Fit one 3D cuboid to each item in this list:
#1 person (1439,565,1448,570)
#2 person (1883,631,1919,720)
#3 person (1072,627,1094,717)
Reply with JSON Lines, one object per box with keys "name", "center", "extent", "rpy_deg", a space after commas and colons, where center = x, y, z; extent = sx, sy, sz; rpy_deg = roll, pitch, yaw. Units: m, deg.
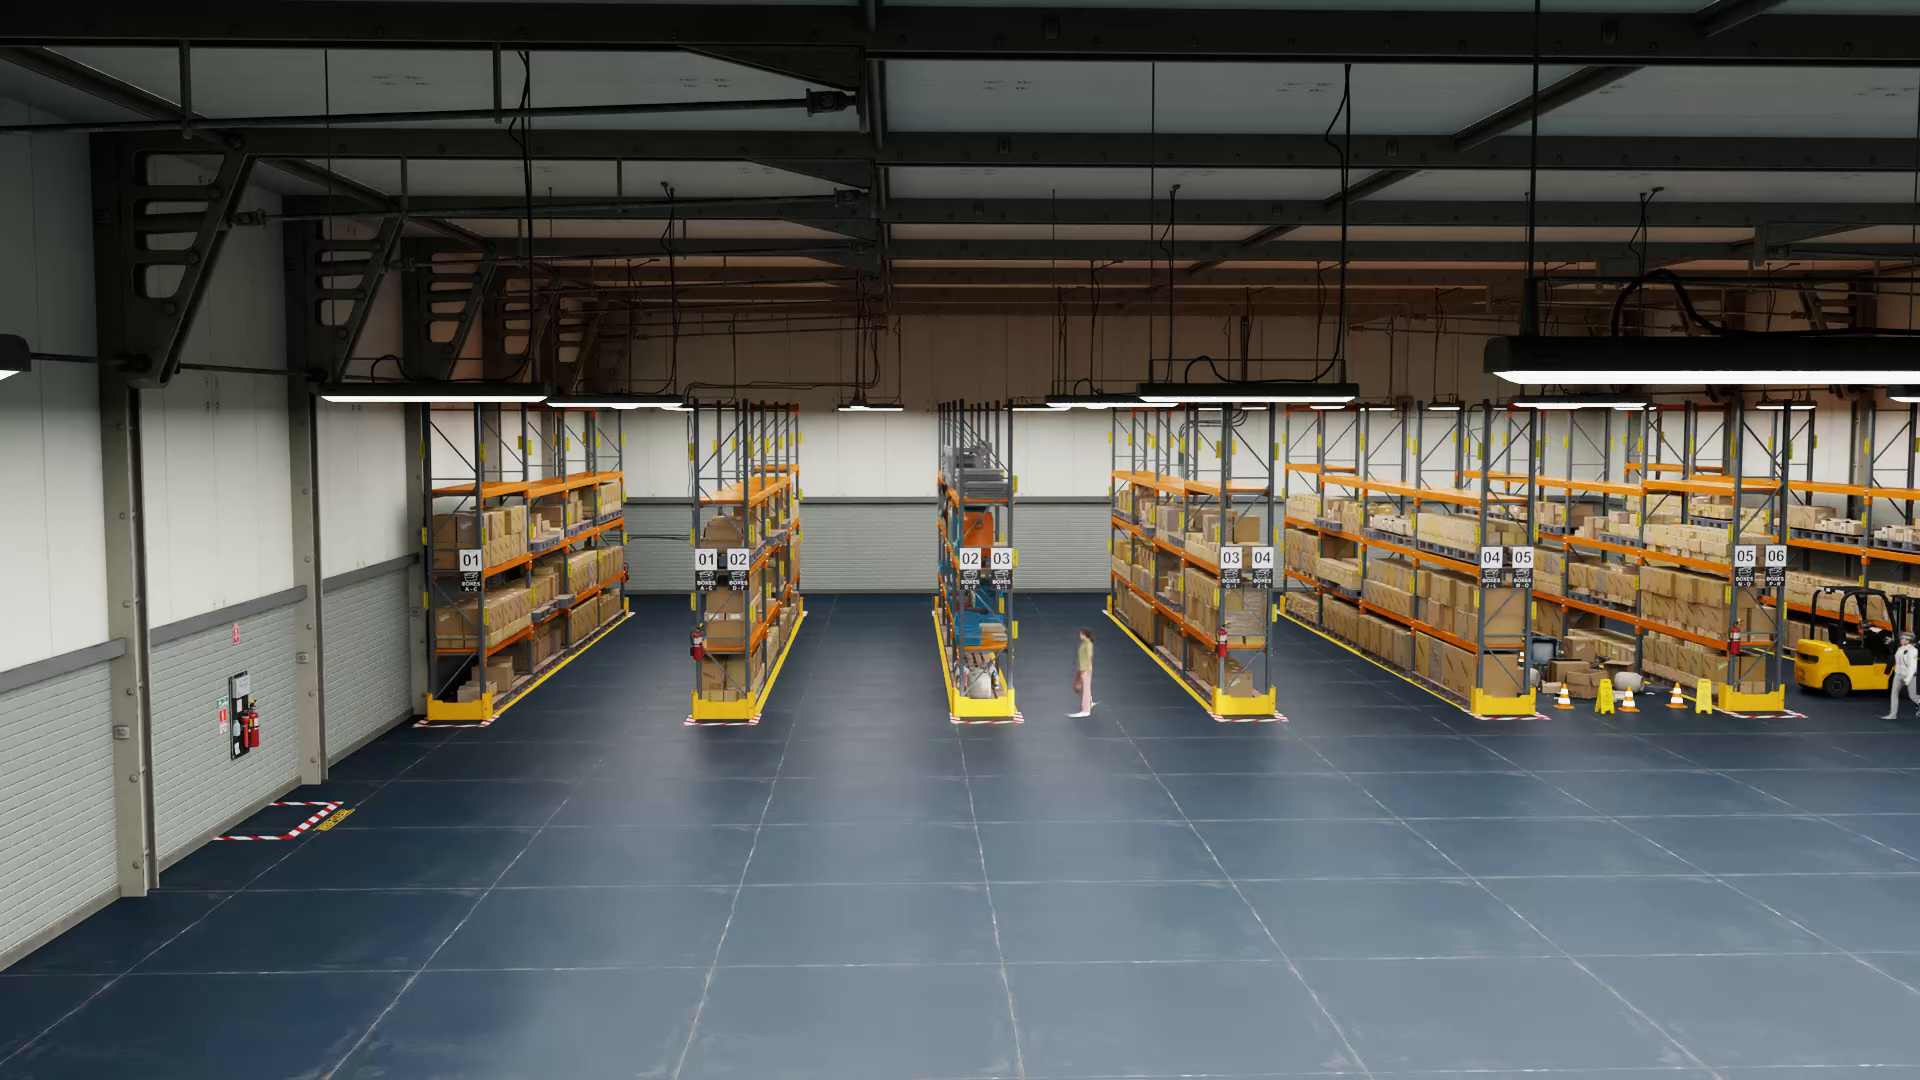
{"name": "person", "center": [13.073, 1.431, 45.358], "extent": [0.536, 1.830, 0.619], "rpy_deg": [1, 4, 7]}
{"name": "person", "center": [17.715, 2.528, 31.075], "extent": [0.917, 1.653, 0.455], "rpy_deg": [-2, 5, -23]}
{"name": "person", "center": [2.345, 2.480, 31.561], "extent": [0.486, 1.677, 0.552], "rpy_deg": [-1, 5, -16]}
